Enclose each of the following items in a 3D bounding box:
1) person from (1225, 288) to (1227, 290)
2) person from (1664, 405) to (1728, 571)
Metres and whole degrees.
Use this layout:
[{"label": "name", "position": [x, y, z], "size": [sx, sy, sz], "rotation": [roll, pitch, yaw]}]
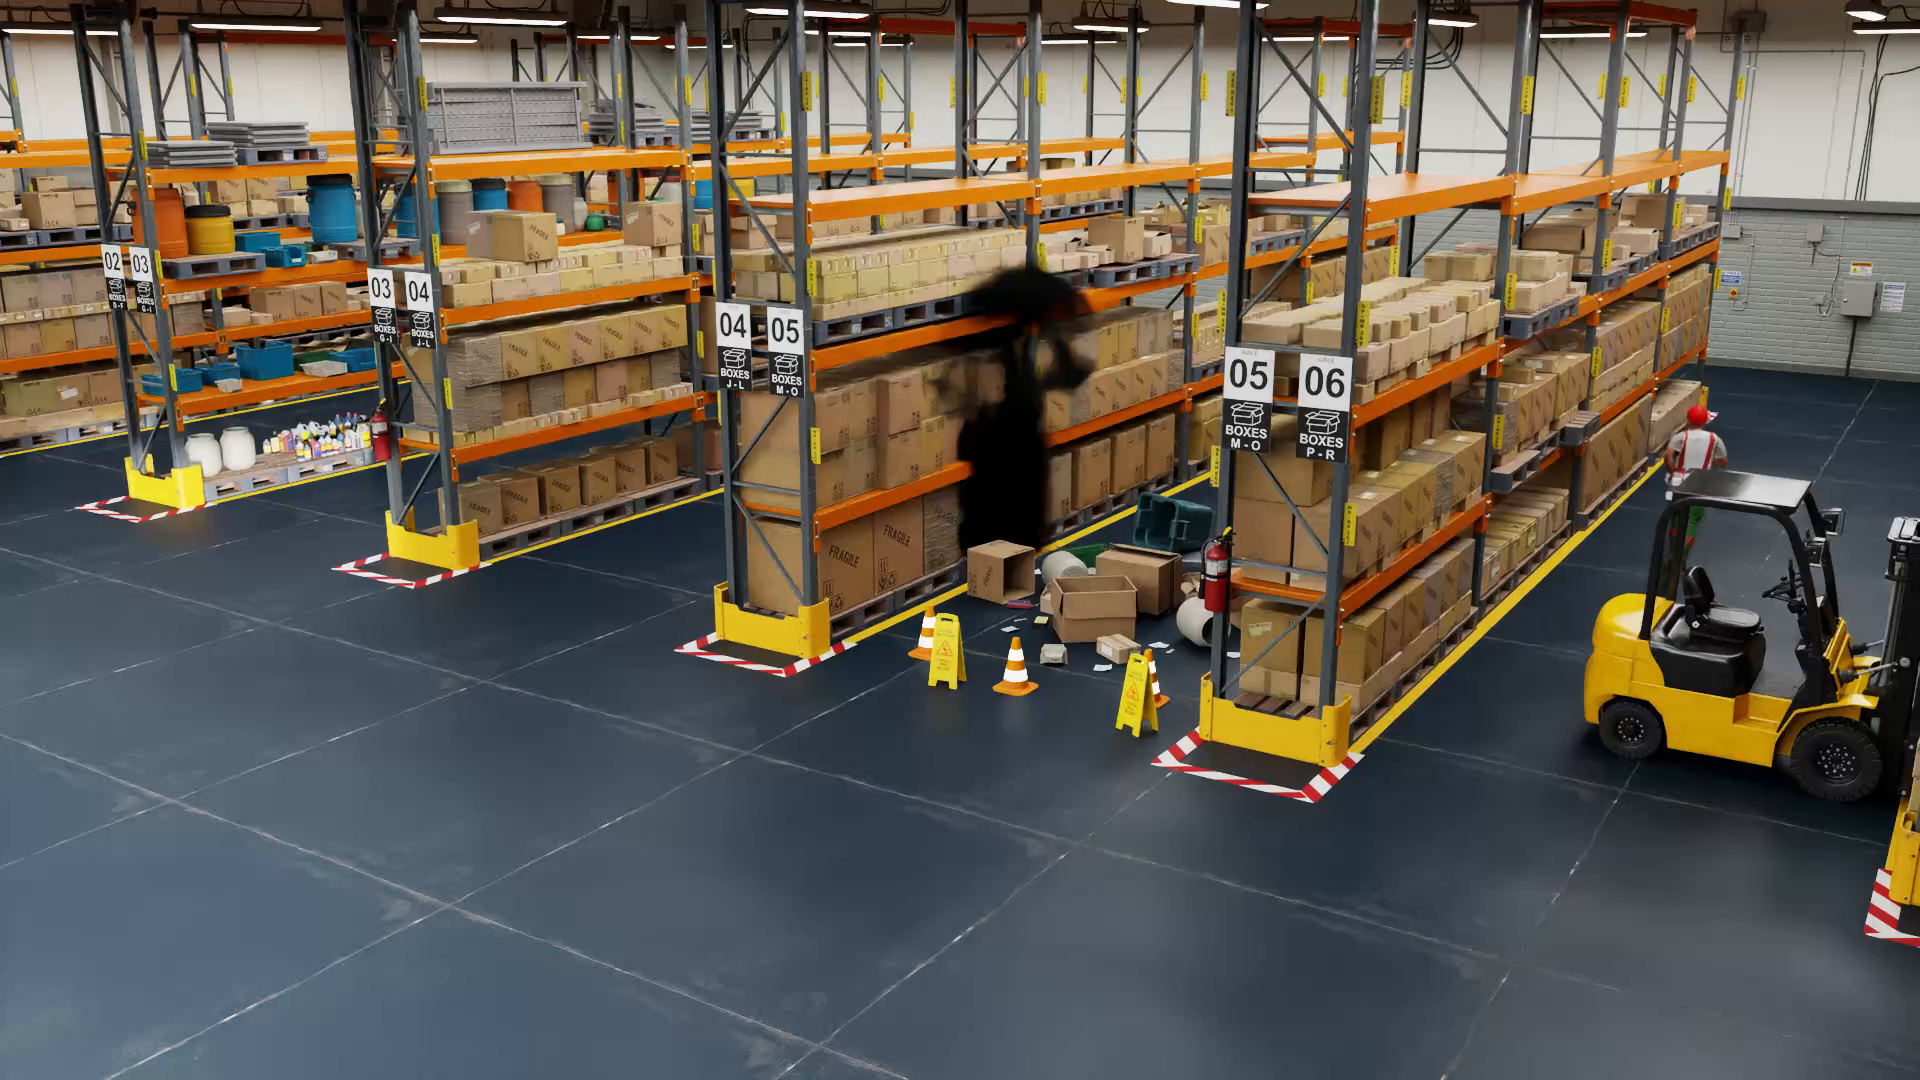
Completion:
[{"label": "person", "position": [4.530, -3.372, 28.098], "size": [0.687, 1.794, 0.633], "rotation": [-15, 21, -43]}, {"label": "person", "position": [7.831, -0.515, 17.776], "size": [0.608, 1.851, 0.792], "rotation": [7, 17, 24]}]
